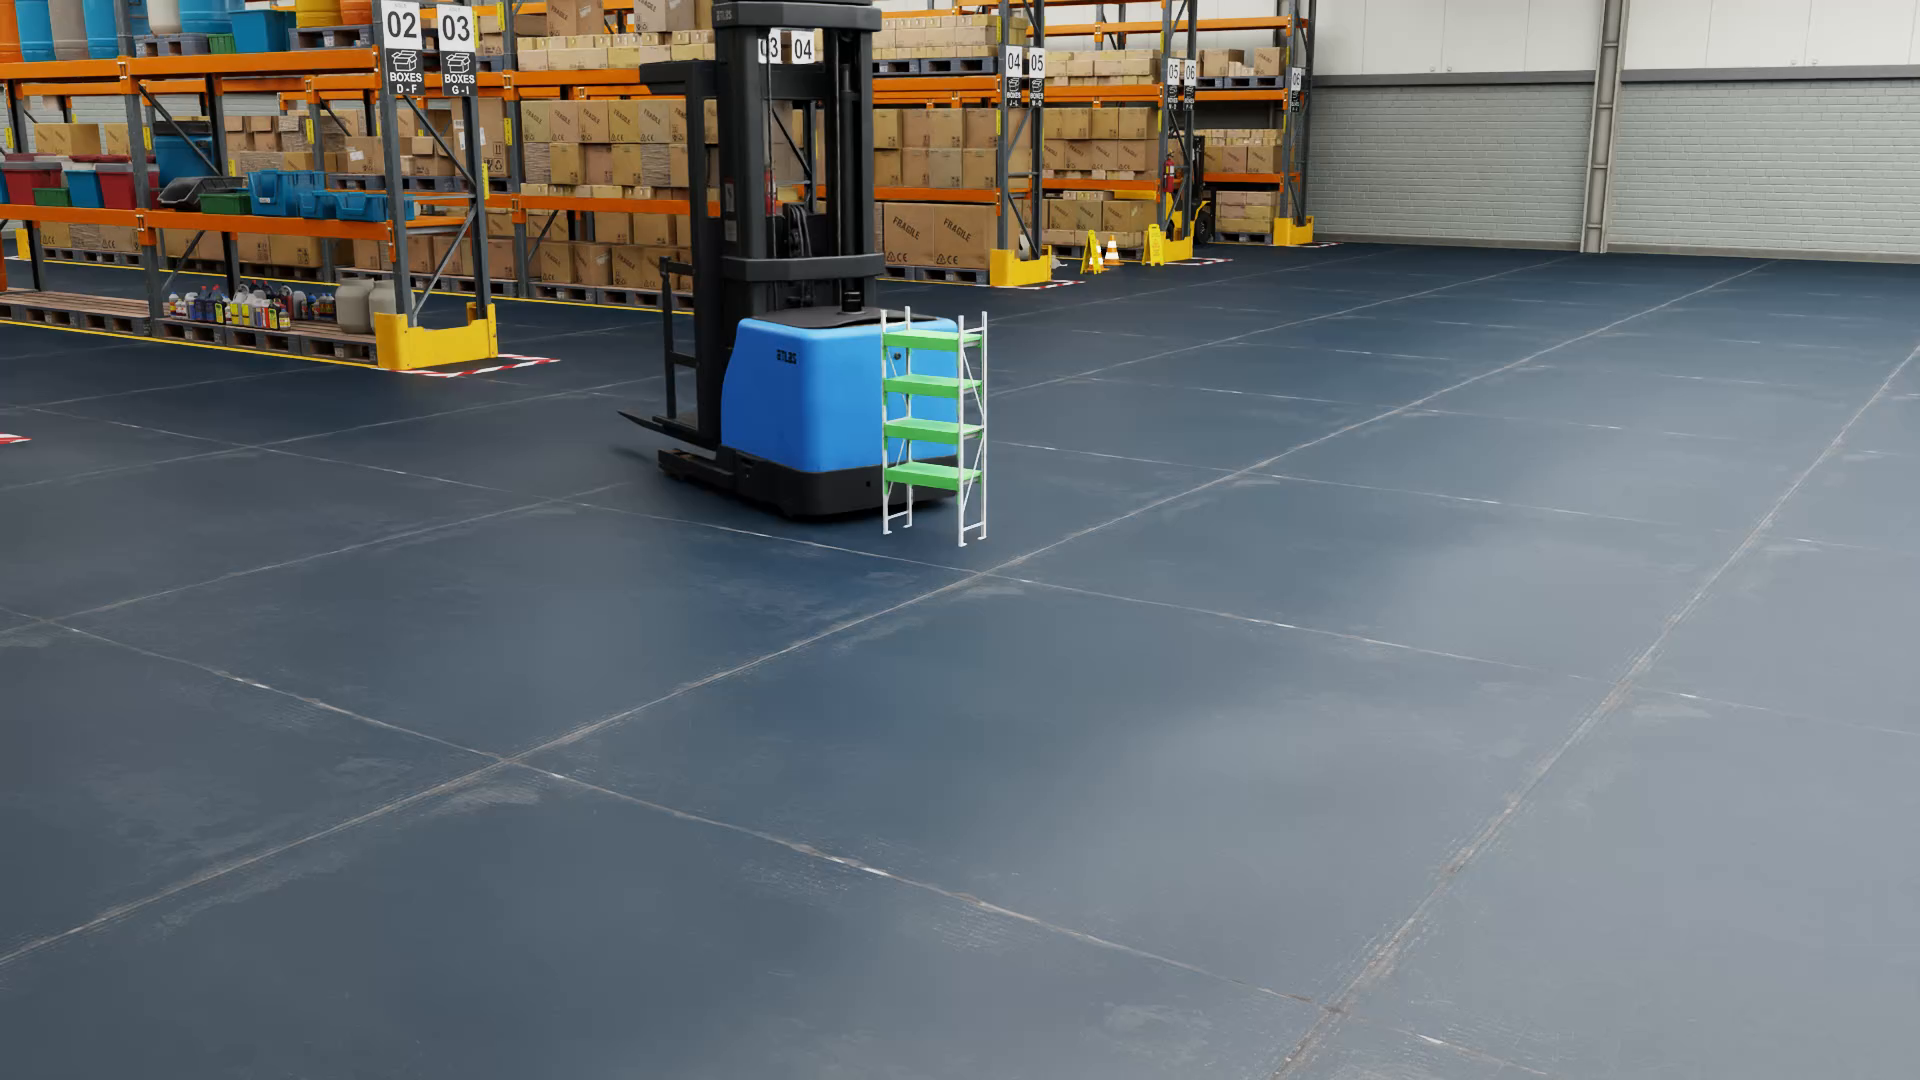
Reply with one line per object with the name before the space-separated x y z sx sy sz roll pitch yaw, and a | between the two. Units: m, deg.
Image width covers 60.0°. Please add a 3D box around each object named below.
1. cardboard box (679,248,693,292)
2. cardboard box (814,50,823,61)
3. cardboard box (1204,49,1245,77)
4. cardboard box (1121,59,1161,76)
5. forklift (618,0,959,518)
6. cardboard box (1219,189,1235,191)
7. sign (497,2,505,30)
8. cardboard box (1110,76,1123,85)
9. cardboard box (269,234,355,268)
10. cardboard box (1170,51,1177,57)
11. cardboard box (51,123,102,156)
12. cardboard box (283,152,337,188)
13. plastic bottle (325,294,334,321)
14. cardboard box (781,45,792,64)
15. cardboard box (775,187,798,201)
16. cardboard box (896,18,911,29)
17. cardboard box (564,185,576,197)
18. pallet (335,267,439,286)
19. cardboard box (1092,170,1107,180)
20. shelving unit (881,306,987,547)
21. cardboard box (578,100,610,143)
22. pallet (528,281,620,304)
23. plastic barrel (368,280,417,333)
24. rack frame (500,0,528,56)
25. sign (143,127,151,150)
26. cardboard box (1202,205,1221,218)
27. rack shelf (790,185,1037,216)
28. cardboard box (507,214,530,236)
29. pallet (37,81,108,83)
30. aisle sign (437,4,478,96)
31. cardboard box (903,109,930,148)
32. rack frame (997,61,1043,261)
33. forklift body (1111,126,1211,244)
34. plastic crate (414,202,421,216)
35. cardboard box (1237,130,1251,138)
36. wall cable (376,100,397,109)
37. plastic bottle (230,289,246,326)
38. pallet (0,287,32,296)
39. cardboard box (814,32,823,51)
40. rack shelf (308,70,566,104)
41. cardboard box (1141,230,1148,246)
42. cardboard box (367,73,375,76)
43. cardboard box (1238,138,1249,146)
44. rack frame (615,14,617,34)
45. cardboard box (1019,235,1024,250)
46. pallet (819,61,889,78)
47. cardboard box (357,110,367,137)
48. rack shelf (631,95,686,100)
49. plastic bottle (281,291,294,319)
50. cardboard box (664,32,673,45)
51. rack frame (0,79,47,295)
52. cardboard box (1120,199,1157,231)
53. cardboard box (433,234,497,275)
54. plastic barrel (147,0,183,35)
cardboard box | -3.037 -3.259 20.075 0.500 0.500 0.500 -12 18 -39
cardboard box | -1.946 -7.022 24.146 0.250 0.149 0.380 9 17 33
cardboard box | 4.987 -9.000 31.404 0.500 0.500 0.700 9 17 33
cardboard box | 2.942 -7.627 26.842 0.500 0.250 0.500 9 16 32
forklift | -1.241 -1.846 10.182 1.130 2.935 3.031 -9 17 -33
cardboard box | 5.166 -6.667 32.280 0.500 0.250 0.500 9 17 32
sign | -5.639 -6.432 20.426 0.005 0.325 0.100 9 17 33
cardboard box | 2.639 -7.480 27.077 0.250 0.149 0.380 10 17 34
cardboard box | -9.213 -4.450 24.107 0.875 0.875 1.225 8 16 30
cardboard box | 3.336 -7.894 27.090 0.250 0.149 0.380 9 17 32
cardboard box | -14.194 -6.436 26.713 0.500 0.500 0.500 9 16 31
cardboard box | -9.199 -5.247 23.567 0.500 0.500 0.500 10 17 35
plastic bottle | -6.393 -2.361 16.882 0.097 0.271 0.097 0 14 0
cardboard box | -2.269 -5.608 19.304 0.500 0.250 0.500 10 17 34
cardboard box | -2.117 -4.072 19.554 0.250 0.149 0.380 9 17 33
cardboard box | -0.685 -7.206 23.228 0.250 0.149 0.380 9 16 32
cardboard box | -4.686 -4.338 20.629 0.250 0.149 0.380 9 17 33
pallet | -8.004 -3.723 23.422 1.213 0.211 1.003 9 17 33
cardboard box | 2.384 -6.049 27.539 0.250 0.149 0.380 10 17 34
shelving unit | -0.137 -0.605 8.769 0.503 1.200 0.258 9 17 33
cardboard box | -4.271 -5.078 20.187 0.500 0.500 0.500 9 17 33
pallet | -4.755 -3.208 21.344 1.213 0.211 1.003 9 17 33
plastic barrel | -5.366 -2.190 15.732 0.421 0.512 0.421 0 14 0
rack frame | -5.332 -7.557 20.624 0.127 3.000 1.000 9 17 33
sign | -12.279 -6.066 25.117 0.005 0.325 0.100 9 17 33
cardboard box | 4.856 -6.324 31.935 0.500 0.250 0.500 9 16 32
rack shelf | -0.821 -5.003 24.288 4.000 0.370 1.077 9 17 33
cardboard box | -7.368 -5.321 28.405 0.500 0.500 0.500 8 16 30
pallet | -14.668 -7.570 27.102 1.213 0.211 1.003 9 17 33
aisle sign | -4.554 -4.432 15.073 0.004 0.787 0.394 9 17 33
cardboard box | -0.344 -5.896 23.839 0.550 0.550 0.875 9 17 33
rack frame | 0.839 -5.084 23.118 0.127 3.000 1.000 9 17 33
forklift body | 3.693 -6.553 30.820 1.214 2.155 2.313 9 17 33
plastic crate | -5.341 -3.177 15.964 0.250 0.136 0.298 9 17 33
cardboard box | 5.415 -7.645 31.287 0.250 0.149 0.380 10 17 34
wall cable | -13.669 -9.759 39.890 0.122 1.984 0.588 9 17 33
plastic bottle | -7.149 -2.312 16.516 0.185 0.351 0.144 9 17 32
pallet | -12.093 -2.938 20.251 1.213 0.211 1.003 9 17 33
cardboard box | -1.811 -7.212 24.082 0.500 0.250 0.500 9 17 32
rack shelf | -6.992 -6.020 22.154 4.000 0.370 1.077 9 17 33
cardboard box | 3.002 -5.117 28.099 0.500 0.250 0.500 9 17 32
cardboard box | -7.546 -6.315 22.160 0.500 0.250 0.500 10 17 34
cardboard box | 5.431 -7.504 31.336 0.250 0.149 0.380 10 17 34
rack frame | -6.440 -10.606 32.940 0.127 3.000 1.000 9 17 33
cardboard box | 0.647 -4.603 26.372 0.637 0.503 0.797 -1 14 -6
pallet | -1.807 -6.921 24.483 1.213 0.211 1.003 9 17 33
cardboard box | -10.508 -7.520 30.052 0.500 0.500 0.500 10 17 34
rack shelf | -4.780 -8.532 32.303 4.000 0.370 1.077 9 17 33
plastic bottle | -6.901 -2.410 17.056 0.133 0.283 0.061 9 17 33
cardboard box | -3.214 -5.820 19.333 0.250 0.149 0.380 9 17 33
rack frame | -11.416 -4.194 19.522 0.127 3.000 1.000 9 17 33
cardboard box | 2.982 -5.484 28.022 0.500 0.500 0.500 9 16 31
cardboard box | -6.680 -3.874 22.518 0.500 0.500 0.700 8 16 28
plastic barrel | -7.849 -5.275 16.539 0.421 0.512 0.421 0 14 0
